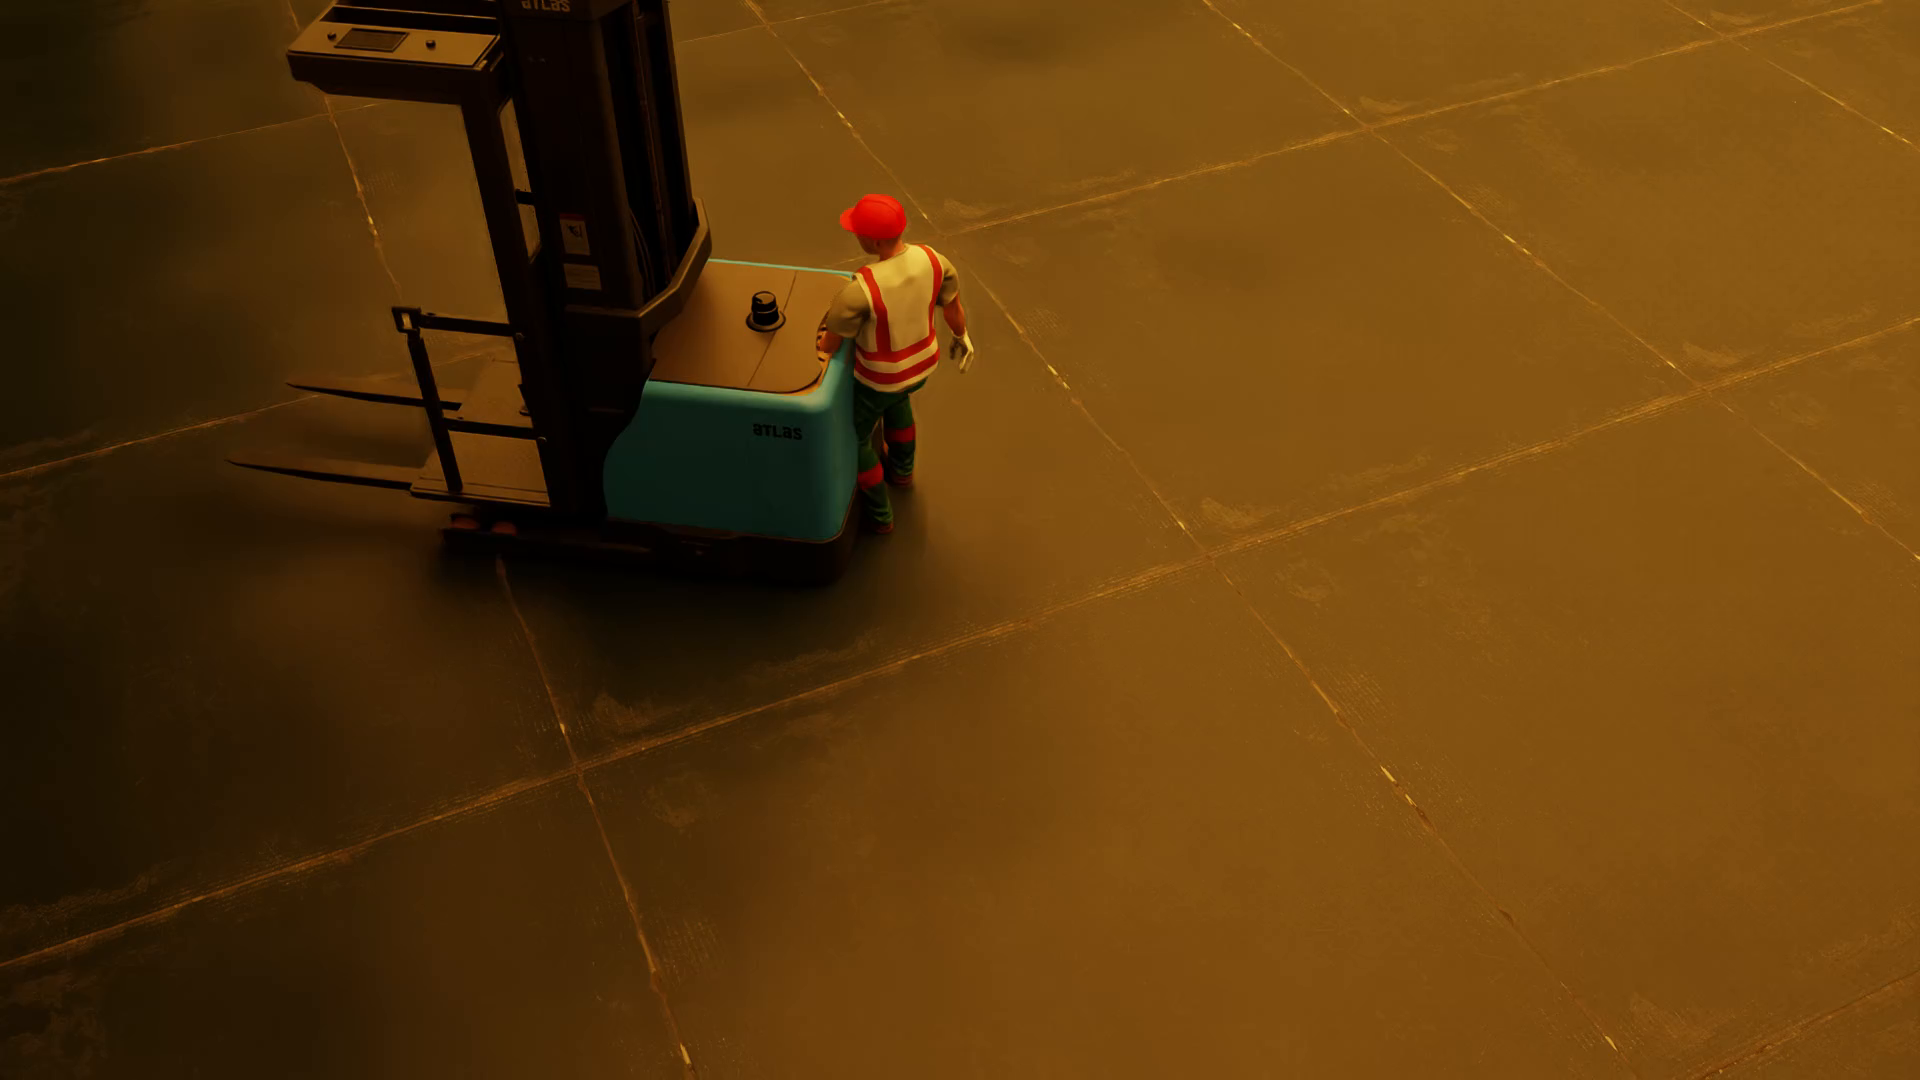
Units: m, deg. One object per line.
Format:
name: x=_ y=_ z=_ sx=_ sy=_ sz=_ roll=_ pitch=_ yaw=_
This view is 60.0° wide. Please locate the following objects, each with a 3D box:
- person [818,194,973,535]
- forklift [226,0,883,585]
person: x=-0.345 y=-0.851 z=7.480 sx=0.741 sy=1.735 sz=0.559 roll=-31 pitch=51 yaw=-29
forklift: x=-1.945 y=-1.343 z=7.119 sx=3.031 sy=2.935 sz=1.130 roll=7 pitch=43 yaw=7
